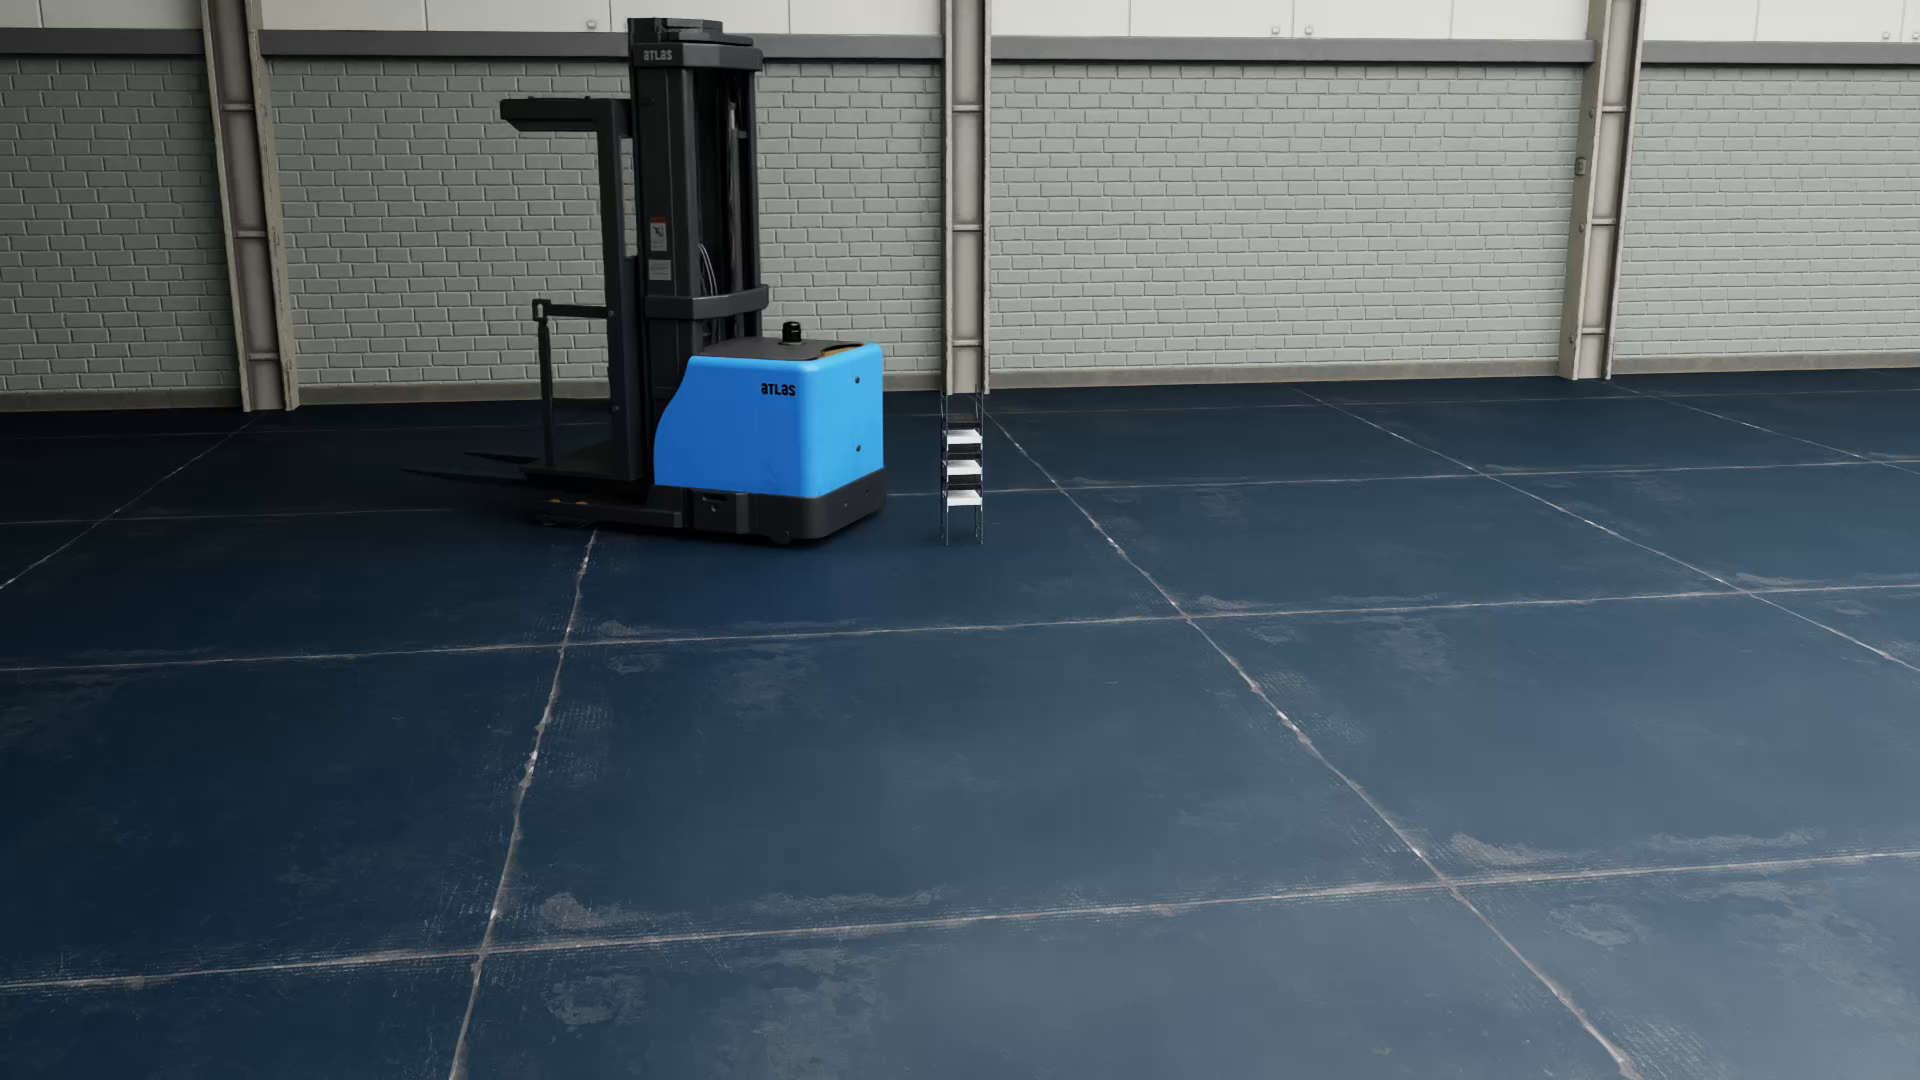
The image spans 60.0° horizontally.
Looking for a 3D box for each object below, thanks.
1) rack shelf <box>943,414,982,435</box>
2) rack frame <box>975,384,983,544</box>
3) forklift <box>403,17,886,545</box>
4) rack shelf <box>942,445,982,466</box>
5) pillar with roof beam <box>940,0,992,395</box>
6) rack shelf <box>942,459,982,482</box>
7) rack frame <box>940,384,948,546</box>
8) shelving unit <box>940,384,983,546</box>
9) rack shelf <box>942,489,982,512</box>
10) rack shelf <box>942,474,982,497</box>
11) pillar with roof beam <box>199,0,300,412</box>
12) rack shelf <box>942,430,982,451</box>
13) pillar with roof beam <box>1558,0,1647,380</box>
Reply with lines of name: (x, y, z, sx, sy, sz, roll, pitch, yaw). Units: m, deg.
rack shelf: (0.008, -0.666, 9.556, 0.200, 0.077, 0.258, -2, 14, -8)
rack frame: (0.109, -0.440, 9.628, 0.006, 0.900, 0.240, -2, 14, -8)
forklift: (-2.027, -1.600, 10.077, 3.031, 2.935, 1.130, 5, 15, 21)
rack shelf: (0.008, -0.492, 9.600, 0.200, 0.077, 0.258, -2, 14, -8)
pillar with roof beam: (0.690, -4.675, 9.864, 0.400, 9.000, 9.100, -2, 14, -8)
rack shelf: (0.008, -0.404, 9.622, 0.200, 0.077, 0.258, -2, 14, -8)
rack frame: (-0.093, -0.433, 9.599, 0.006, 0.900, 0.240, -2, 14, -8)
shelving unit: (0.008, -0.437, 9.614, 0.210, 0.900, 0.258, -2, 14, -8)
rack shelf: (0.008, -0.230, 9.665, 0.200, 0.077, 0.258, -2, 14, -8)
rack shelf: (0.008, -0.317, 9.644, 0.200, 0.077, 0.258, -2, 14, -8)
pillar with roof beam: (-5.243, -4.458, 8.997, 0.400, 9.000, 9.100, -2, 14, -8)
rack shelf: (0.008, -0.579, 9.578, 0.200, 0.077, 0.258, -2, 14, -8)
pillar with roof beam: (6.623, -4.892, 10.731, 0.400, 9.000, 9.100, -2, 14, -8)
